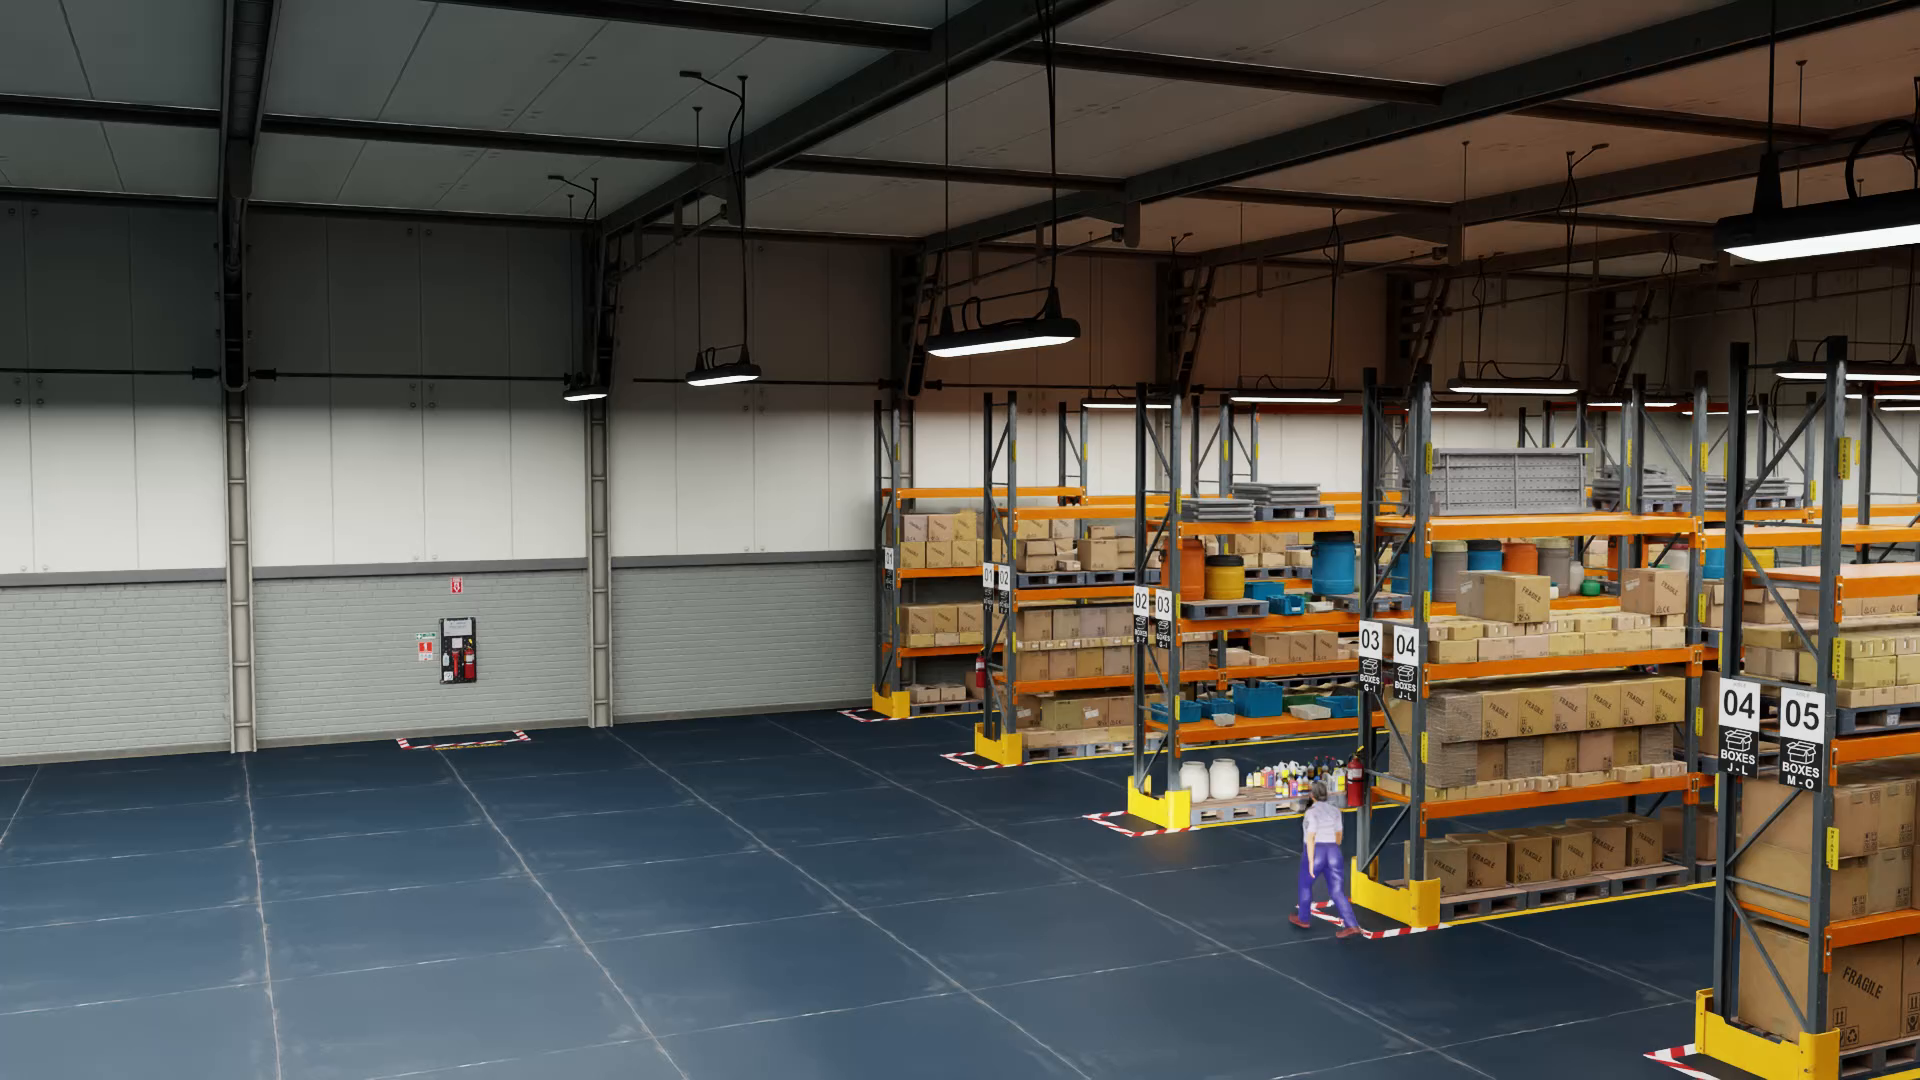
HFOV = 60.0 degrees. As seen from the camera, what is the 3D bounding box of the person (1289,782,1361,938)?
[{"bbox_3d":[3.829,3.341,17.448,0.507,1.589,1.012,-1,3,-16],"label":"person"}]
